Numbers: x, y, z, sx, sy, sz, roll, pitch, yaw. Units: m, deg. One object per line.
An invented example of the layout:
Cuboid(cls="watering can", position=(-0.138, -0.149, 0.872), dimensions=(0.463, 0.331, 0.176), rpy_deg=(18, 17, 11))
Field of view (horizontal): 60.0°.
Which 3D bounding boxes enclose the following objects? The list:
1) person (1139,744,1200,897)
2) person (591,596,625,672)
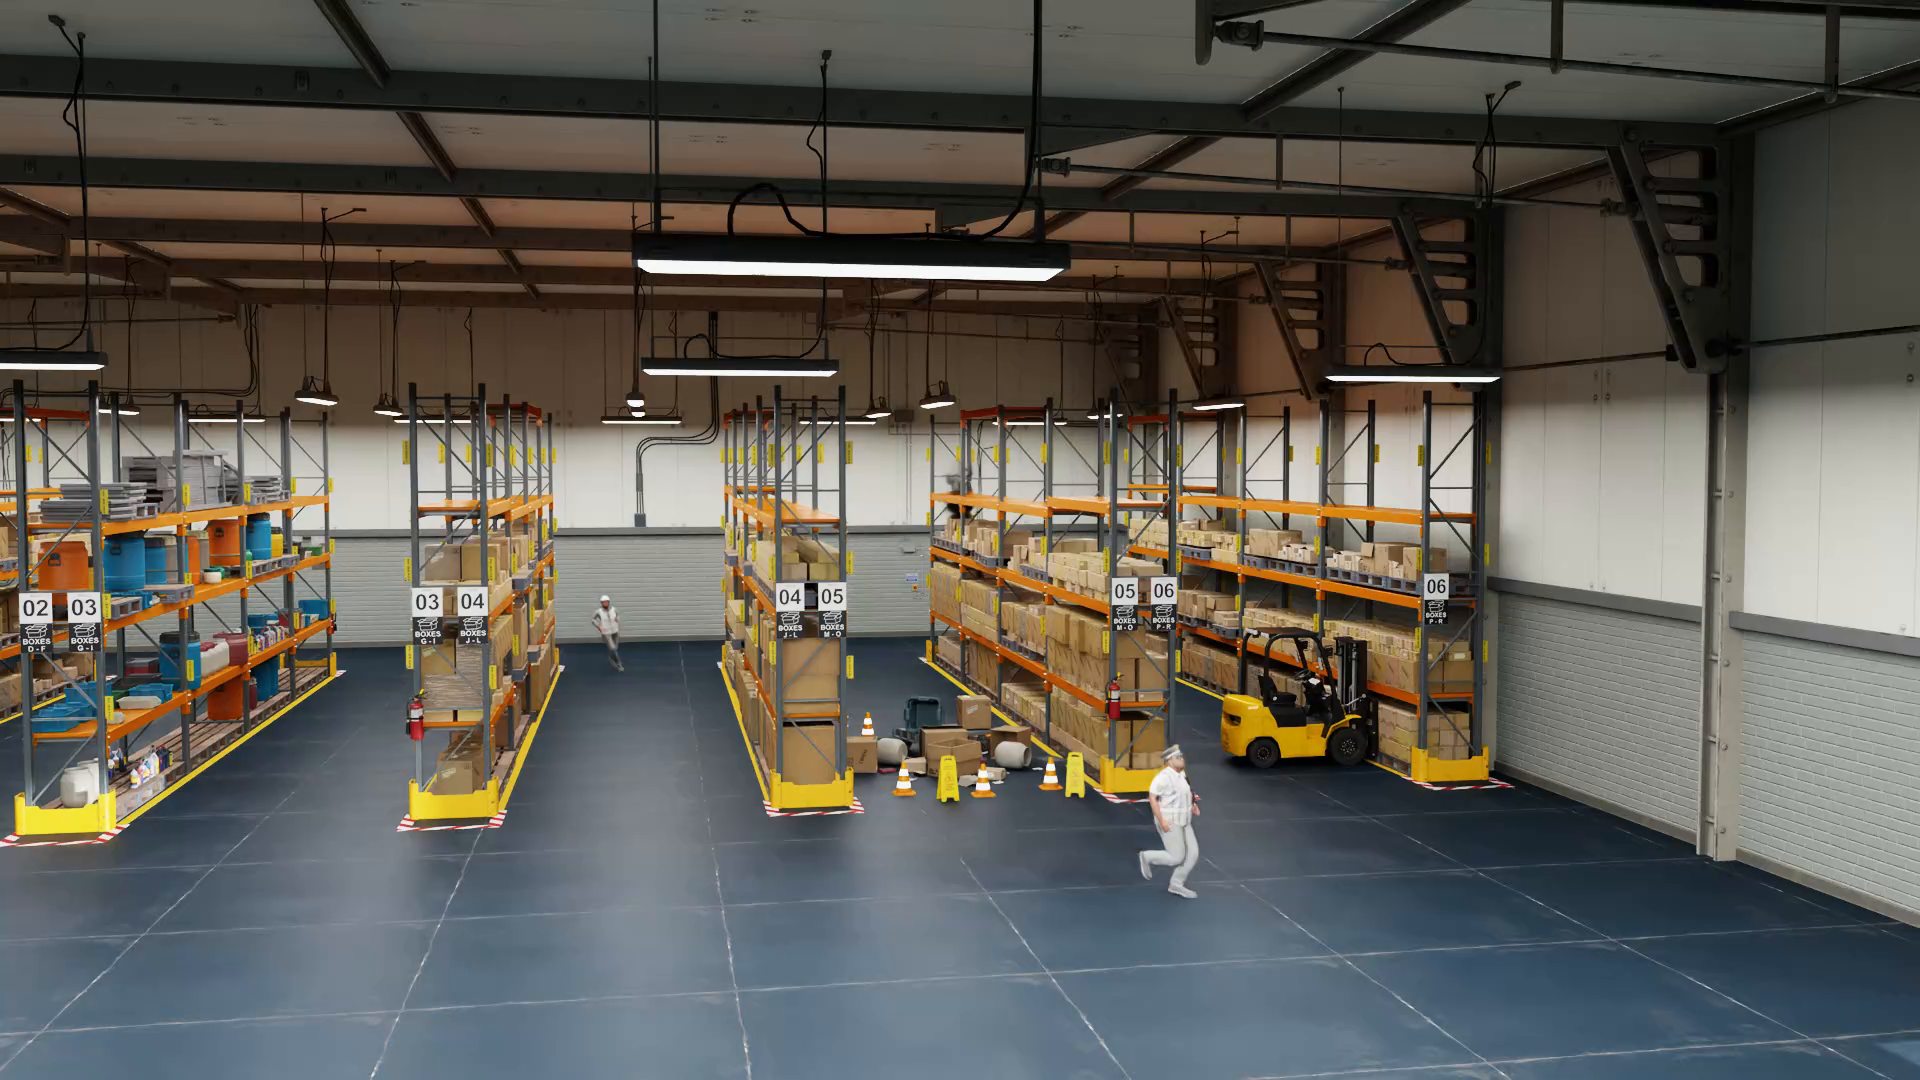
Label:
Cuboid(cls="person", position=(2.417, 3.185, 18.940), dimensions=(0.587, 1.718, 0.667), rpy_deg=(2, 4, 38))
Cuboid(cls="person", position=(-8.186, 2.169, 38.658), dimensions=(0.667, 1.778, 0.836), rpy_deg=(-2, 4, -37))
